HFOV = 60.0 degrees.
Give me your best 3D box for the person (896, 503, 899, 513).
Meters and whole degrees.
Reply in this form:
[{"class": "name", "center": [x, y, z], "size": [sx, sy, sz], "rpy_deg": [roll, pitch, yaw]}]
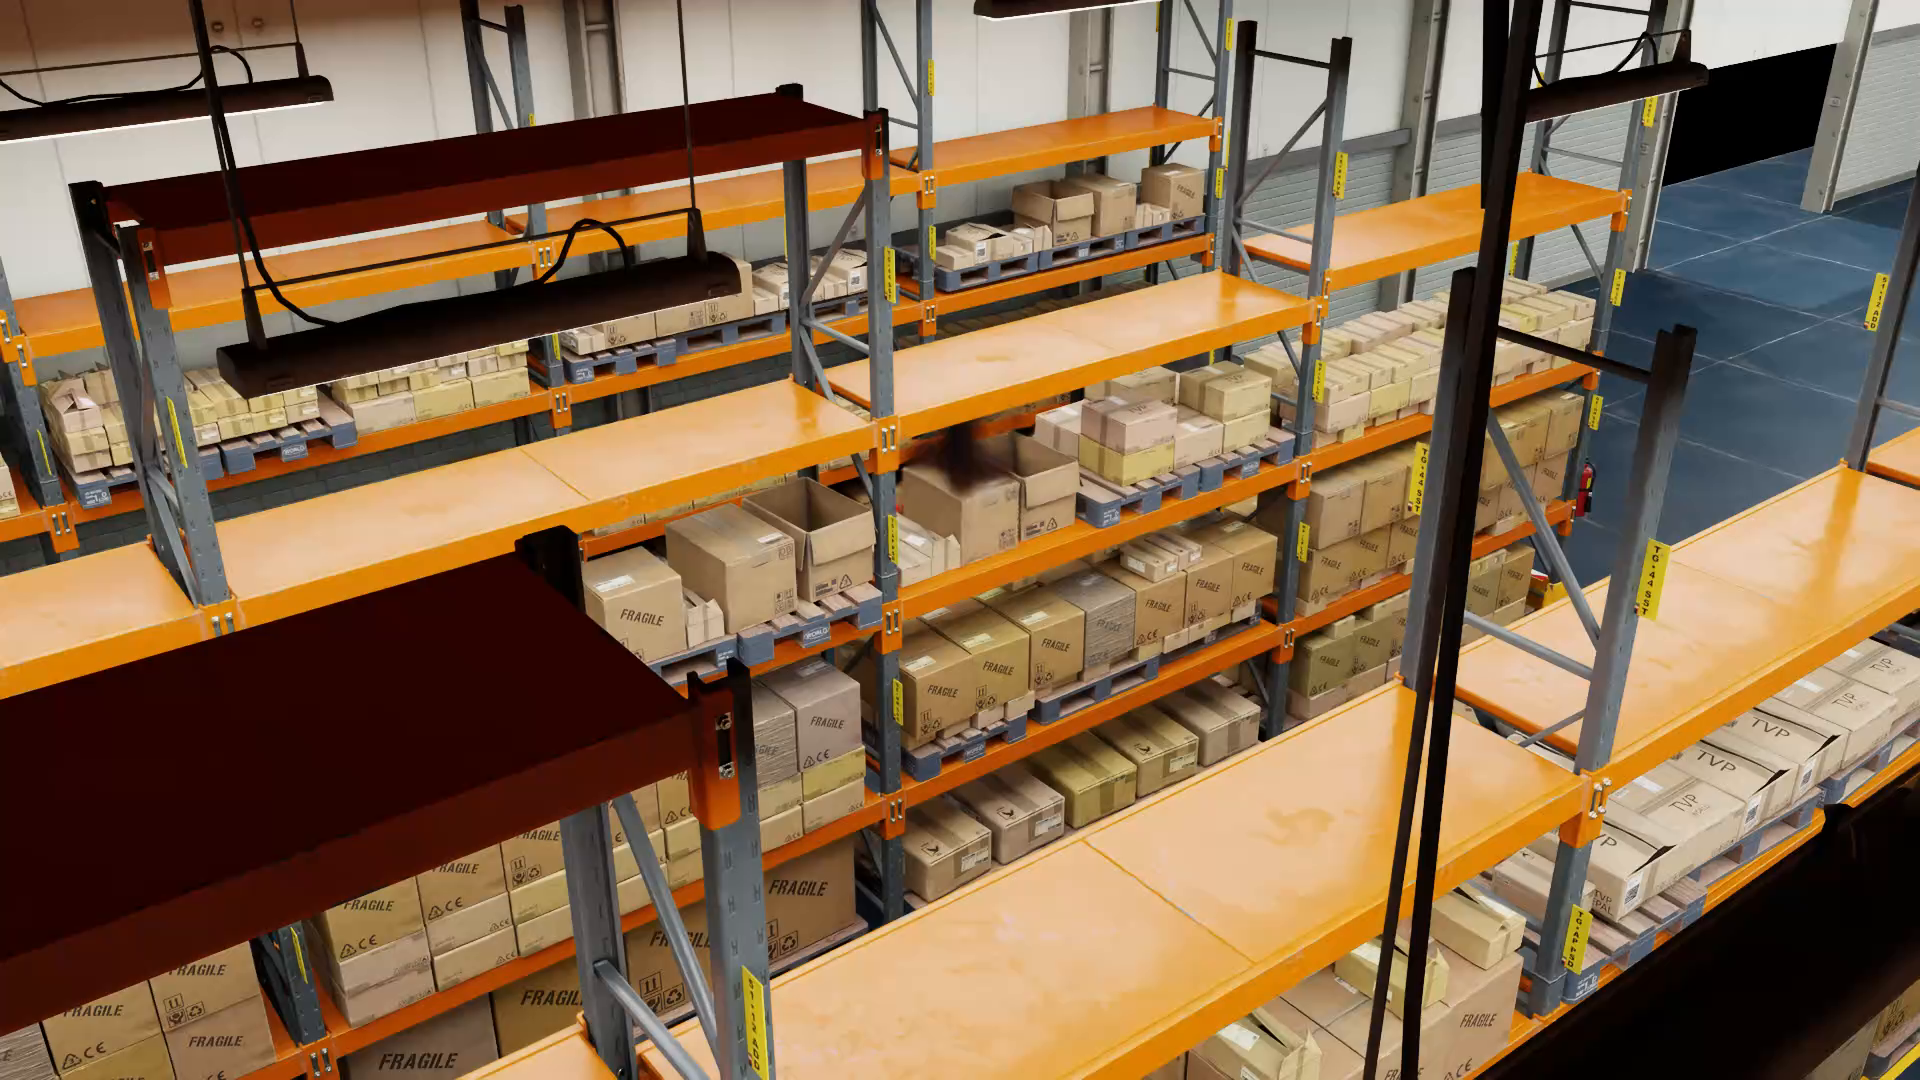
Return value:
[{"class": "person", "center": [-0.635, 0.527, 14.392], "size": [0.497, 1.864, 0.610], "rpy_deg": [-24, 35, -39]}]
